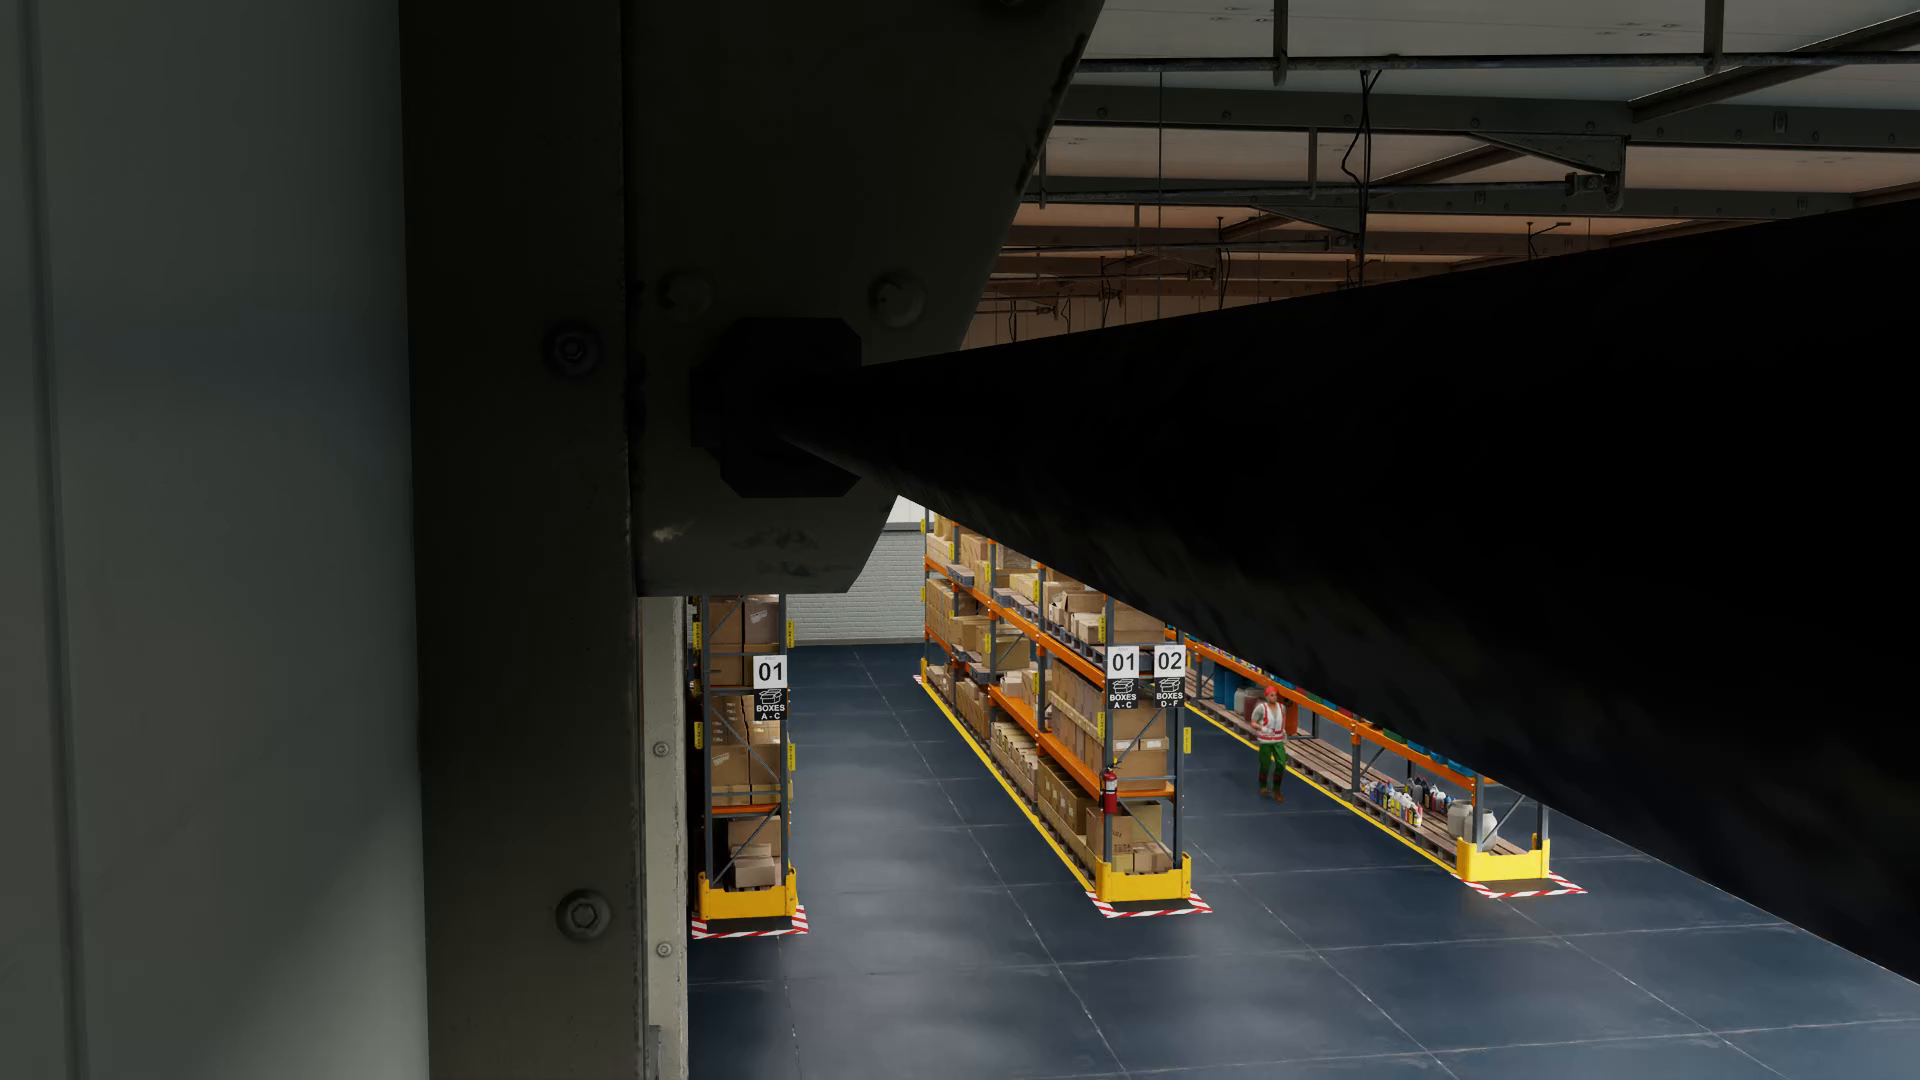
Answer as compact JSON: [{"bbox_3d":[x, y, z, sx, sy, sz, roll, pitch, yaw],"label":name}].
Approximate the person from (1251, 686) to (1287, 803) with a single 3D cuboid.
[{"bbox_3d":[4.831,3.175,25.892,0.635,1.825,0.749,-1,5,-6],"label":"person"}]
